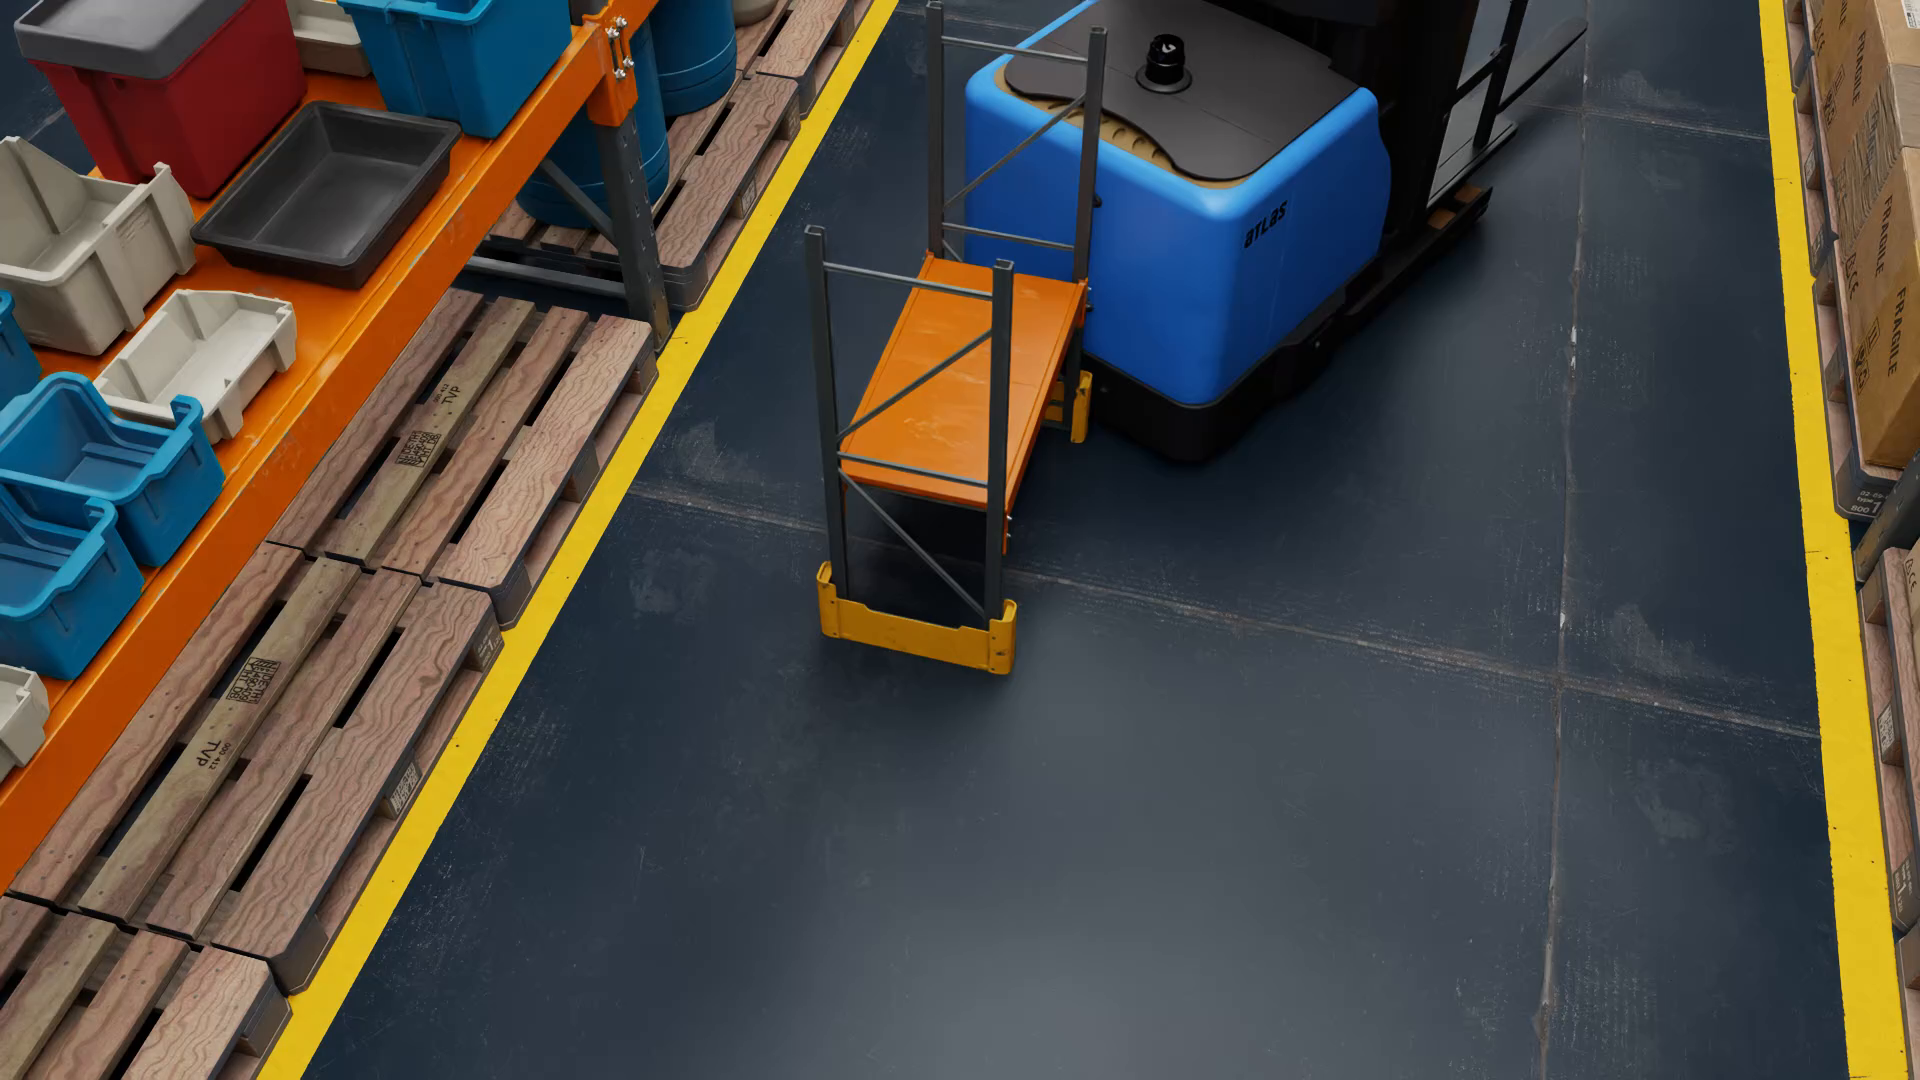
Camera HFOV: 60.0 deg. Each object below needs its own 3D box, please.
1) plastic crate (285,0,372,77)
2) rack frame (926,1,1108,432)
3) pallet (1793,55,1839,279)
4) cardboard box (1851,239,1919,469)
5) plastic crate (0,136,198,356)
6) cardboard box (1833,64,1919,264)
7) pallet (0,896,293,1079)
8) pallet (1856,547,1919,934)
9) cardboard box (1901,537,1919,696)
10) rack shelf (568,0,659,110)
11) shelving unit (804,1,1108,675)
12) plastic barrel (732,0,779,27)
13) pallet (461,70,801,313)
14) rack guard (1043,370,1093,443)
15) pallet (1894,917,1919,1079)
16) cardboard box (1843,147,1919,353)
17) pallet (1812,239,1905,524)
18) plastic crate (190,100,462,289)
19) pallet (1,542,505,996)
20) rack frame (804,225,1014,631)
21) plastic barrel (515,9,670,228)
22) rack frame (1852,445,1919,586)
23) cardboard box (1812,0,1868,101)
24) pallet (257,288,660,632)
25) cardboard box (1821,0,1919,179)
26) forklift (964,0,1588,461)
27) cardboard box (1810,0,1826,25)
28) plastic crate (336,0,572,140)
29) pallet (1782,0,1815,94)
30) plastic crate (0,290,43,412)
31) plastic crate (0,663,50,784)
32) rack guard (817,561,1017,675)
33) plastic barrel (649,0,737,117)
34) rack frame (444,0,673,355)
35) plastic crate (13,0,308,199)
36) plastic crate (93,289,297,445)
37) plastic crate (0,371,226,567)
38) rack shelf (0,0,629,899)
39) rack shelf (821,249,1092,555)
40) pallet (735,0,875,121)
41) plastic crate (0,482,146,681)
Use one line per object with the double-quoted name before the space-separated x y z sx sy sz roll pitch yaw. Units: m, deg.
"plastic crate" -1.778 -1.408 4.628 0.396 0.136 0.243 12 50 10
"rack frame" 0.148 -0.917 5.057 0.500 1.500 0.032 12 50 10
"pallet" 3.757 -1.362 6.312 1.003 0.211 1.213 12 50 10
"cardboard box" 3.114 -0.536 5.096 0.500 0.500 0.500 11 50 10
"plastic crate" -2.097 -0.697 3.903 0.437 0.282 0.530 12 50 10
"cardboard box" 3.384 -1.254 5.730 0.500 0.500 0.500 12 50 11
"pallet" -2.316 1.443 3.836 1.003 0.211 1.213 12 50 10
"pallet" 3.078 0.615 4.566 1.003 0.211 1.213 12 50 10
"cardboard box" 2.941 0.201 4.572 0.500 0.311 0.500 12 50 10
"rack shelf" -0.991 -2.993 6.370 1.077 0.370 4.000 12 50 10
"shelving unit" 0.010 -0.543 4.727 0.587 1.500 1.083 12 50 10
"plastic barrel" -0.937 -2.393 6.741 0.421 0.512 0.421 0 49 0
"pallet" -1.274 -1.411 6.355 1.003 0.211 1.213 12 50 10
"rack guard" 0.140 -0.490 5.514 0.587 0.250 0.087 12 50 10
"pallet" 2.759 1.501 3.785 1.003 0.211 1.213 12 50 10
"cardboard box" 3.252 -0.892 5.410 0.500 0.500 0.500 12 50 10
"pallet" 3.438 -0.477 5.530 1.003 0.211 1.213 12 50 10
"plastic crate" -1.553 -0.850 4.143 0.437 0.125 0.590 12 50 10
"pallet" -1.993 0.563 4.612 1.003 0.211 1.213 12 50 10
"rack frame" -0.124 -0.183 4.409 0.500 1.500 0.032 12 50 10
"plastic barrel" -1.358 -1.619 5.798 0.600 0.901 0.708 12 50 10
"rack frame" 3.260 -0.804 3.959 1.000 3.000 0.127 12 50 10
"cardboard box" 3.648 -2.001 6.389 0.500 0.500 0.500 11 49 10
"pallet" -1.674 -0.322 5.393 1.003 0.211 1.213 12 50 10
"cardboard box" 3.516 -1.623 6.055 0.500 0.500 0.500 10 49 9
"forklift" 1.342 -2.259 5.289 1.130 2.935 3.031 33 56 26
"cardboard box" 3.785 -2.363 6.709 0.500 0.500 0.500 10 49 9
"plastic crate" -1.311 -1.394 4.450 0.392 0.384 0.575 12 50 10
"pallet" 4.080 -2.242 7.088 1.003 0.211 1.213 12 50 10
"plastic crate" -2.277 -0.391 3.666 0.416 0.233 0.300 12 50 10
"plastic crate" -1.845 0.357 3.070 0.250 0.136 0.298 12 50 10
"rack guard" -0.127 0.229 4.879 0.587 0.250 0.087 12 50 10
"plastic barrel" -1.172 -2.131 6.250 0.600 0.901 0.708 12 50 10
"rack frame" -1.518 -1.784 4.824 1.000 3.000 0.127 12 50 10
"plastic crate" -1.995 -1.229 4.251 0.402 0.464 0.583 12 50 10
"plastic crate" -1.686 -0.398 3.736 0.293 0.136 0.466 12 50 10
"plastic crate" -1.762 -0.138 3.443 0.416 0.233 0.300 12 50 10
"rack shelf" -2.044 -0.099 3.817 1.077 0.370 4.000 12 50 10
"rack shelf" 0.011 -0.431 4.868 0.538 0.185 1.000 12 50 10
"pallet" -0.955 -2.297 7.136 1.003 0.211 1.213 12 50 10
"plastic crate" -1.841 0.079 3.252 0.416 0.233 0.300 12 50 10
